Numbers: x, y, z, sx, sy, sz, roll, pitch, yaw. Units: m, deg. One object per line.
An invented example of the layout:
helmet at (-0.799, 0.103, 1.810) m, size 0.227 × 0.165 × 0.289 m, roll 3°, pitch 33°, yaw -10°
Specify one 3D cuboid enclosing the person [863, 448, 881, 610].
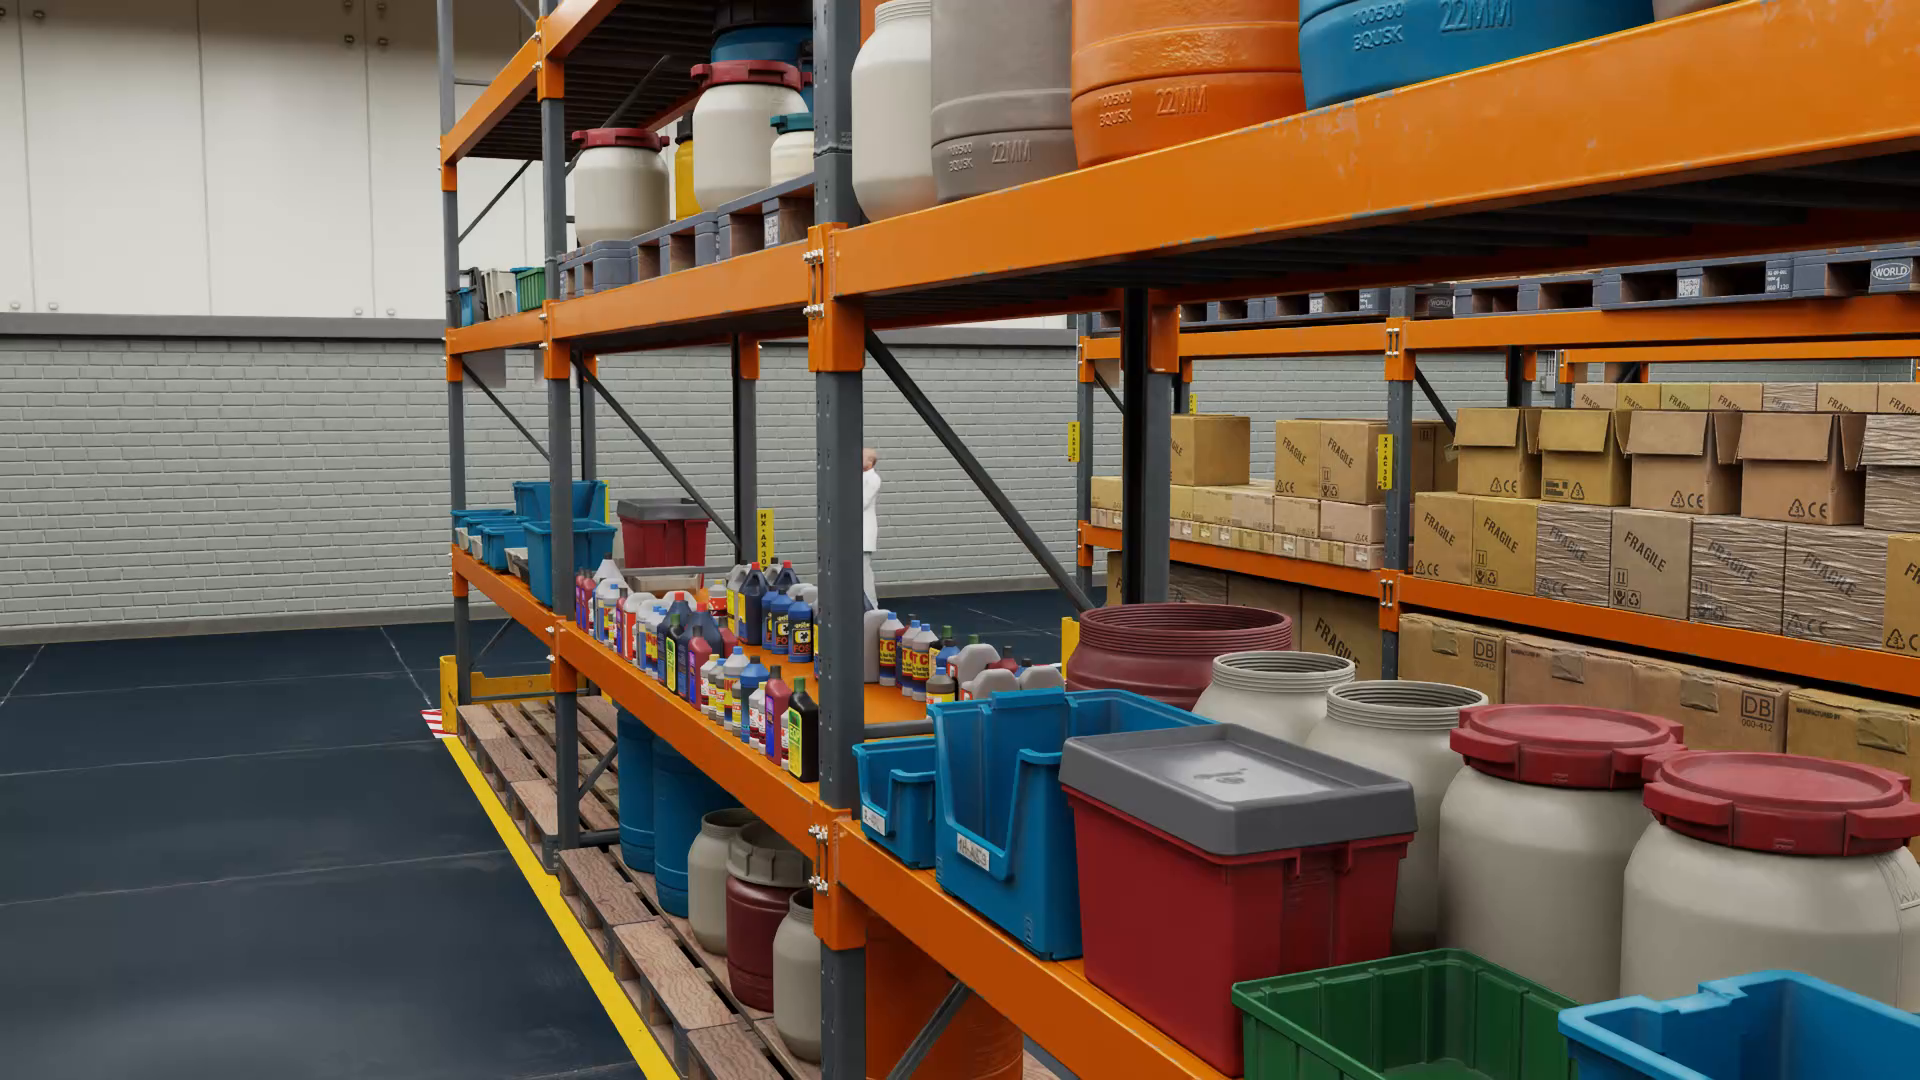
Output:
person at (-1.148, -0.098, 17.795) m, size 0.555 × 1.770 × 0.531 m, roll -2°, pitch 6°, yaw -23°
